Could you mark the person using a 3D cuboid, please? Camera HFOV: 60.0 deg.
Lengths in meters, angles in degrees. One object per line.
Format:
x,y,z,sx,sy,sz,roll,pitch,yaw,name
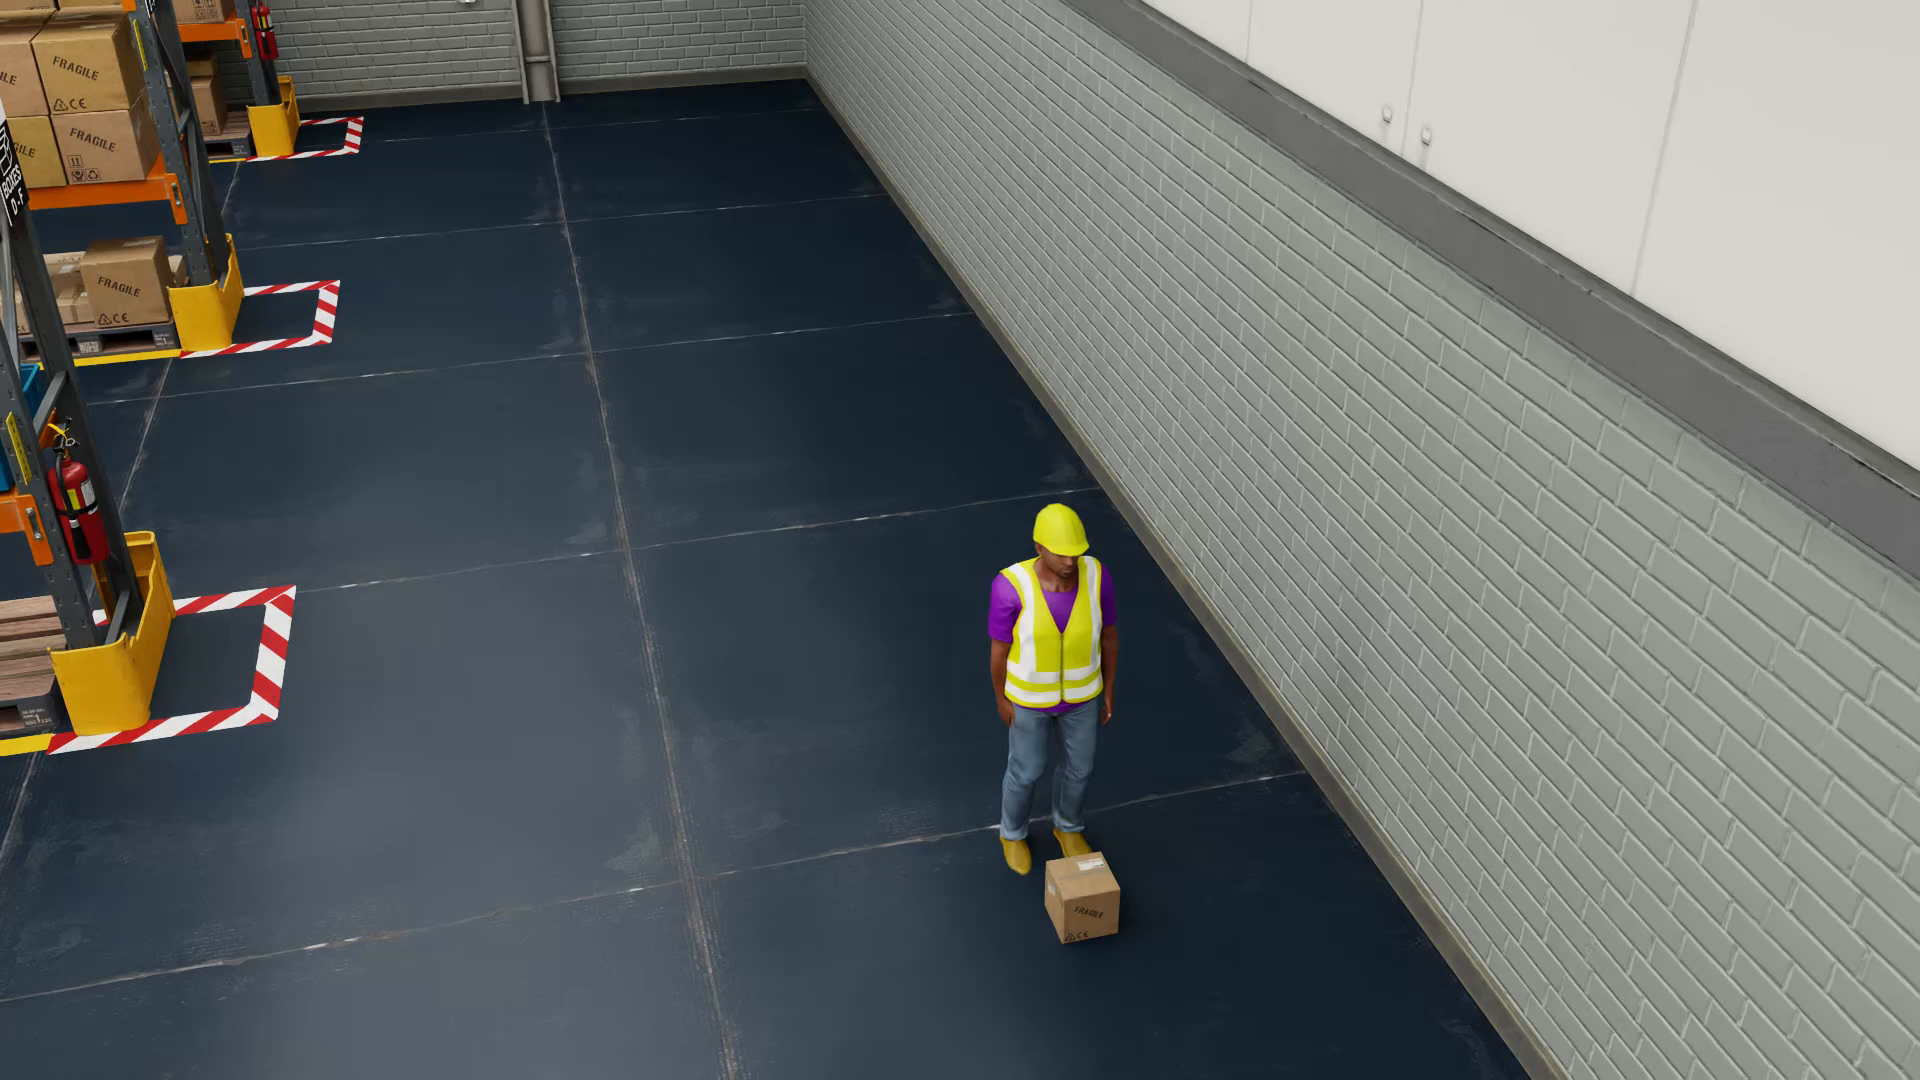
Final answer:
0.405,0.654,7.120,0.563,1.786,0.367,-7,31,-12,person
